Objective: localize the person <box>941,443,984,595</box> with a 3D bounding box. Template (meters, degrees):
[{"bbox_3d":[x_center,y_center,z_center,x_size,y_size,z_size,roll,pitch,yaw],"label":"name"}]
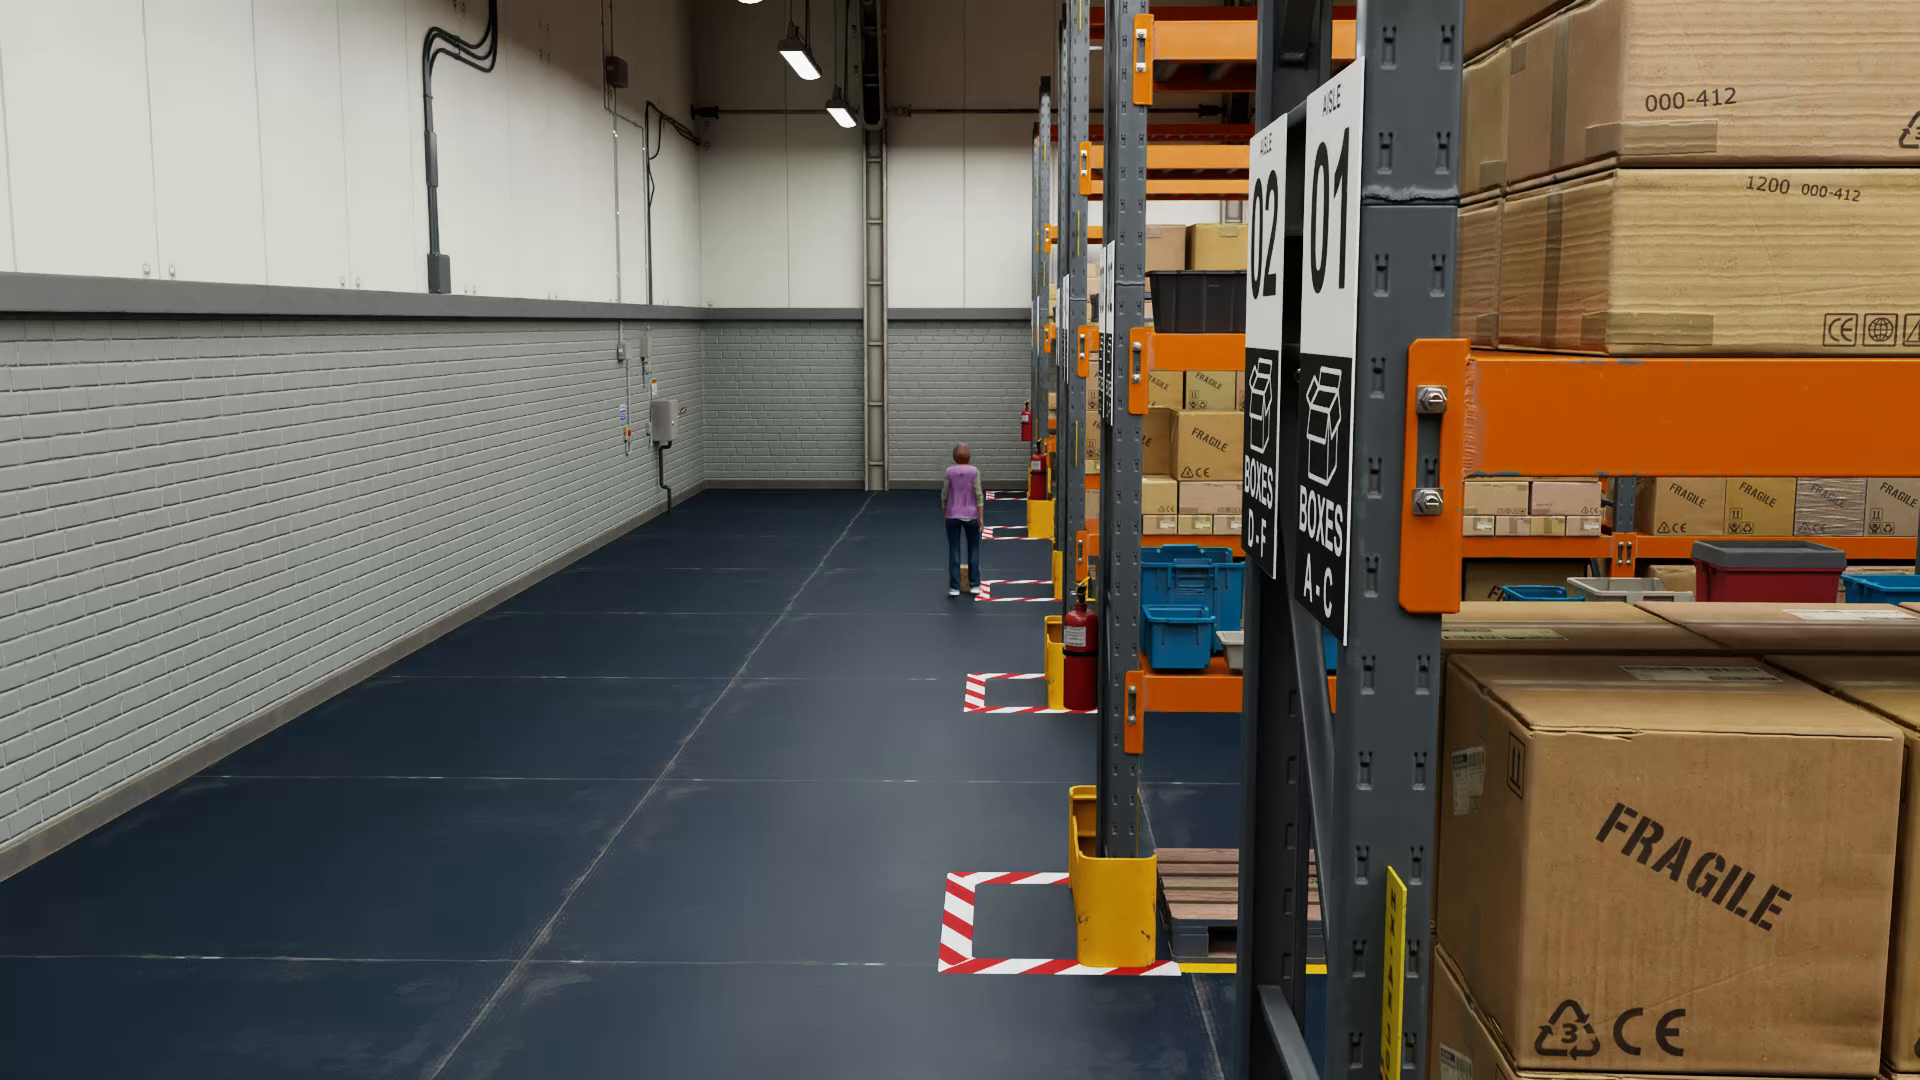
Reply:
[{"bbox_3d":[0.030,-0.217,17.409,0.455,1.609,0.461,1,7,5],"label":"person"}]
